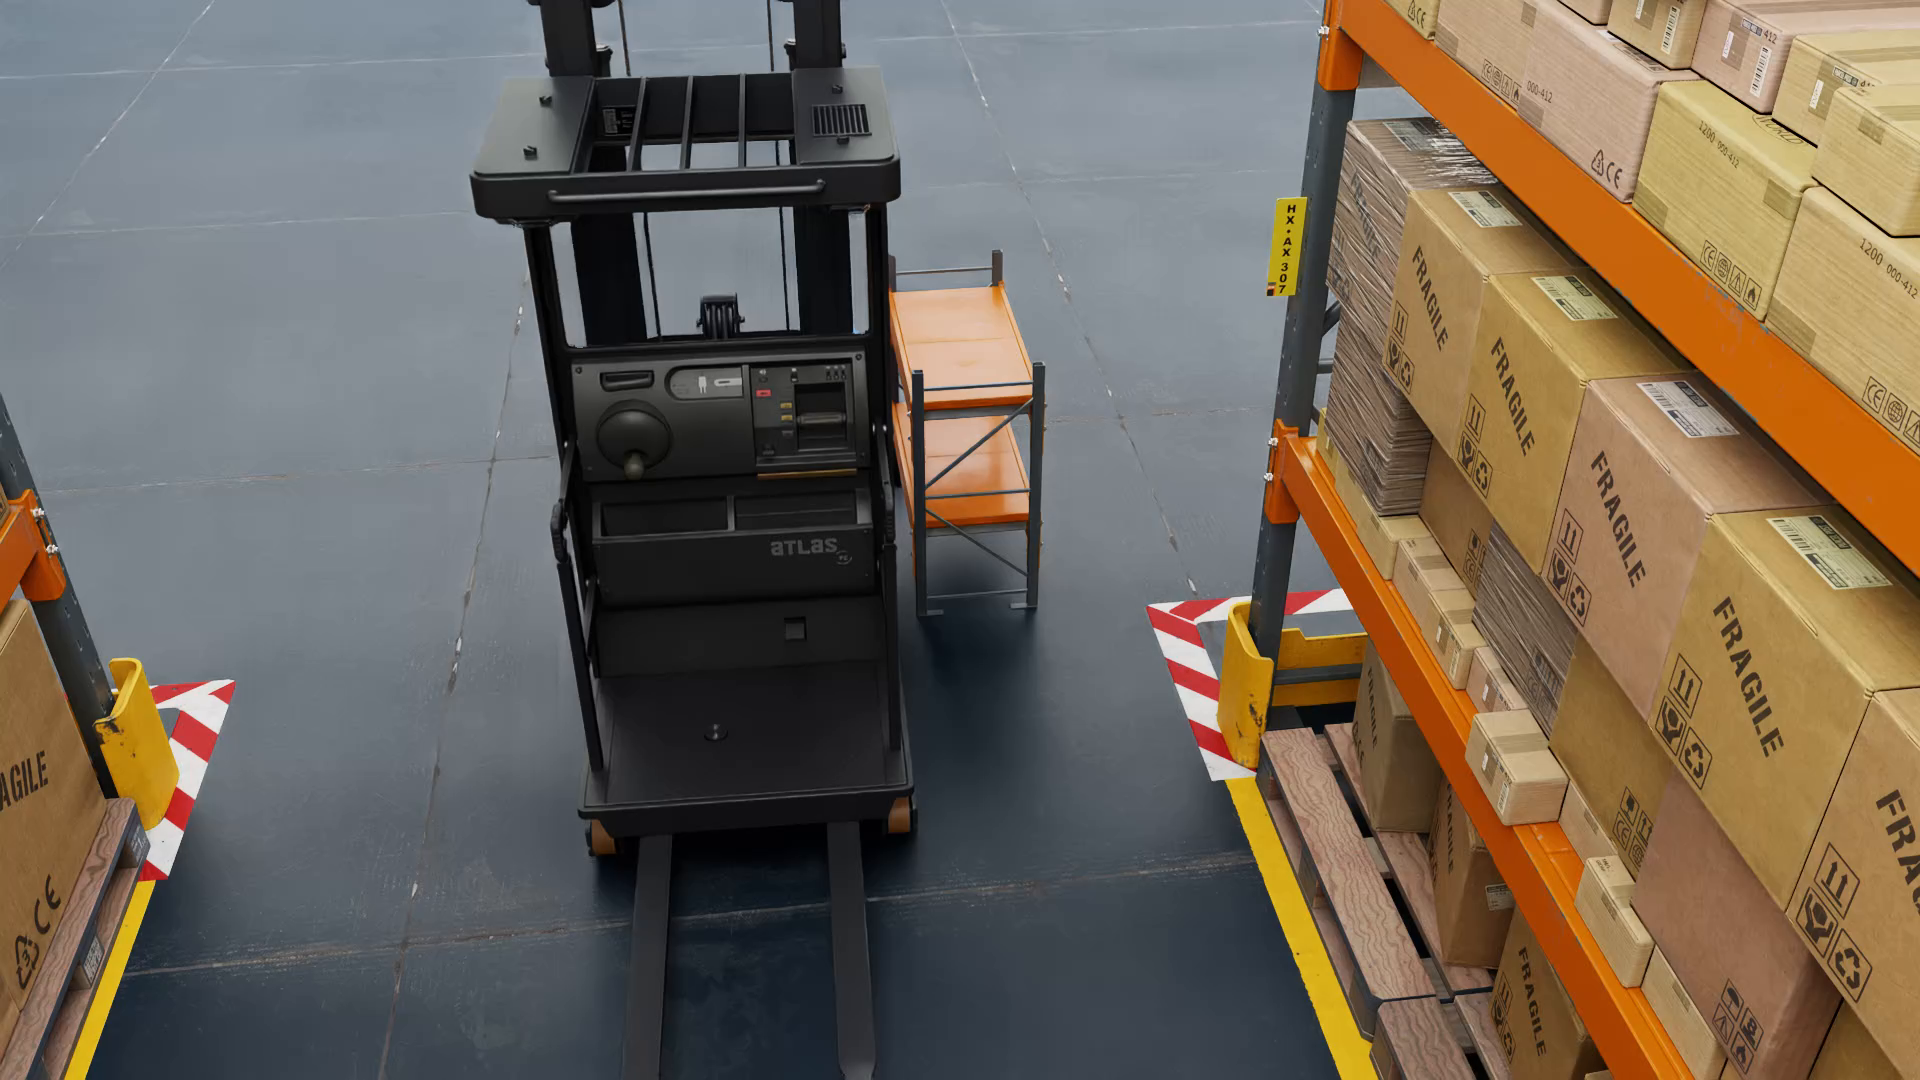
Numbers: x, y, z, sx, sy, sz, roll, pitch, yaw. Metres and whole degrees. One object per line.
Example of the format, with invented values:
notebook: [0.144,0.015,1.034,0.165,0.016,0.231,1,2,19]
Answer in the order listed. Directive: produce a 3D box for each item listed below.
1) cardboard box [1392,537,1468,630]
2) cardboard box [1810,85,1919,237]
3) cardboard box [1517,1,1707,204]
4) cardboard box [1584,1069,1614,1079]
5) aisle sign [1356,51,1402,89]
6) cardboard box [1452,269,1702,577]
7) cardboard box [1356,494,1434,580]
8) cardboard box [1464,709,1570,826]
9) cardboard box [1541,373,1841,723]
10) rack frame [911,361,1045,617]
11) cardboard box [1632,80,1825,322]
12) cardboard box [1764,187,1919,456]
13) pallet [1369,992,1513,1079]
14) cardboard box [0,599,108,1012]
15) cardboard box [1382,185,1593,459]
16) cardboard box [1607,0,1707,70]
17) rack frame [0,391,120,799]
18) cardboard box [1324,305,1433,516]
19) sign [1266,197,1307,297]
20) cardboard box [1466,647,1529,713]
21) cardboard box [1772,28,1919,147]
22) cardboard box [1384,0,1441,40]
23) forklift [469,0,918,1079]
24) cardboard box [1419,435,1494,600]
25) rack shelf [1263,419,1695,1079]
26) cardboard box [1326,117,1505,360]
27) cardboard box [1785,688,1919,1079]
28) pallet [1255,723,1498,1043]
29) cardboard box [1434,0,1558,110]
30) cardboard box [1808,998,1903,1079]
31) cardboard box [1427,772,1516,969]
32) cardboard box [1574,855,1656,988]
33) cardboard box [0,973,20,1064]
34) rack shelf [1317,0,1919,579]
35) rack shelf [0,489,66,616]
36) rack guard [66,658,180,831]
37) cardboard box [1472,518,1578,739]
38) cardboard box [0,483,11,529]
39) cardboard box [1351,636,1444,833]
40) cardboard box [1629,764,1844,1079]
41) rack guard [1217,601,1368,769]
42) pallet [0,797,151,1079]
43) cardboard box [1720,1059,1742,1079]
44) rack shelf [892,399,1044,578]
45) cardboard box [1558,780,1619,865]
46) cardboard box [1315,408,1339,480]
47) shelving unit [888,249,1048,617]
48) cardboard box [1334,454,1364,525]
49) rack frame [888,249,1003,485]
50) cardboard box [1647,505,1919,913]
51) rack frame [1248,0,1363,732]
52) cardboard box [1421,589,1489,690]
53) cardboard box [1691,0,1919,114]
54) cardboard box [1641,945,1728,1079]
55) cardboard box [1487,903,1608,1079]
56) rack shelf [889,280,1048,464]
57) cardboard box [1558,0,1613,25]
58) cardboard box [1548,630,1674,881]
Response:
cardboard box: [1.440,0.112,4.645,0.380,0.149,0.250,-4,35,-6]
cardboard box: [1.576,-0.593,2.572,0.380,0.149,0.250,-3,34,-4]
cardboard box: [1.497,-0.913,3.396,0.500,0.250,0.500,-4,35,-7]
cardboard box: [1.828,1.618,4.059,0.500,0.500,0.500,-7,35,-11]
aisle sign: [1.245,-1.674,4.735,0.394,0.787,0.004,-4,35,-6]
cardboard box: [1.483,-0.280,3.756,0.500,0.500,0.500,-4,35,-6]
cardboard box: [1.386,-0.026,4.847,0.380,0.149,0.250,-4,35,-6]
cardboard box: [1.458,0.537,4.021,0.380,0.149,0.250,-4,35,-6]
cardboard box: [1.557,-0.001,3.347,0.500,0.500,0.500,-4,35,-6]
rack frame: [0.069,-0.177,6.511,0.500,1.125,0.032,-4,35,-6]
cardboard box: [1.572,-0.623,2.970,0.500,0.250,0.500,-3,34,-5]
cardboard box: [1.635,-0.344,2.561,0.500,0.250,0.500,-5,35,-7]
pallet: [1.796,1.742,4.507,1.003,0.211,1.213,-4,35,-6]
cardboard box: [-3.221,0.809,4.913,0.875,0.875,0.875,-4,34,-6]
cardboard box: [1.415,-0.558,4.165,0.500,0.500,0.500,-4,35,-6]
cardboard box: [1.500,-1.031,3.215,0.380,0.149,0.250,-6,35,-9]
rack frame: [-3.378,-0.269,4.981,1.000,3.000,0.127,-4,35,-6]
cardboard box: [1.597,-0.443,4.884,0.875,0.500,0.500,-4,35,-6]
sign: [1.013,-0.905,5.145,0.100,0.325,0.005,-4,35,-6]
cardboard box: [1.527,0.390,4.237,0.380,0.149,0.250,-4,35,-6]
cardboard box: [1.627,-0.750,2.802,0.380,0.149,0.250,-6,35,-8]
cardboard box: [1.359,-1.477,4.224,0.500,0.250,0.500,-3,34,-5]
forklift: [-0.737,-0.341,5.148,1.130,2.935,3.031,-3,34,-5]
cardboard box: [1.783,-0.173,4.488,0.875,0.500,0.500,-4,35,-6]
rack shelf: [1.820,0.825,4.014,1.077,0.370,4.000,-4,35,-6]
cardboard box: [1.354,-0.838,4.575,0.500,0.500,0.500,-4,35,-6]
cardboard box: [1.687,0.557,2.528,0.500,0.500,0.500,-4,35,-6]
pallet: [1.635,1.063,5.503,1.003,0.211,1.213,-4,35,-6]
cardboard box: [1.435,-1.190,3.802,0.500,0.250,0.500,-5,35,-7]
cardboard box: [2.057,0.942,2.851,0.875,0.500,0.500,-4,35,-6]
cardboard box: [1.732,0.952,5.036,0.500,0.500,0.500,4,35,6]
cardboard box: [1.581,0.812,3.618,0.380,0.149,0.250,-4,35,-6]
cardboard box: [-3.101,1.300,4.193,0.875,0.875,0.875,-5,35,-7]
rack shelf: [1.820,-0.414,3.170,1.077,0.370,4.000,-4,35,-6]
rack shelf: [-3.109,1.144,3.546,1.077,0.370,4.000,-4,35,-6]
rack guard: [-3.381,0.751,5.705,1.175,0.500,0.348,-4,35,-6]
cardboard box: [1.808,0.109,4.074,0.875,0.500,0.500,-4,35,-6]
cardboard box: [-3.283,-0.127,4.640,0.875,0.550,0.550,-4,35,-6]
cardboard box: [1.618,0.621,5.522,0.500,0.500,0.500,2,34,2]
cardboard box: [1.890,0.671,3.249,0.875,0.500,0.500,-4,35,-6]
rack guard: [1.561,0.487,6.091,1.175,0.500,0.348,-4,35,-6]
pallet: [-3.193,1.324,5.120,1.003,0.211,1.213,-4,35,-6]
cardboard box: [1.723,1.085,3.217,0.380,0.149,0.250,-4,35,-6]
rack shelf: [0.001,-0.259,7.065,0.538,0.278,1.000,-4,35,-6]
cardboard box: [1.623,0.667,3.831,0.380,0.149,0.250,-4,35,-6]
cardboard box: [1.353,-0.307,5.260,0.380,0.149,0.250,-4,35,-6]
shelving unit: [0.001,-0.461,6.928,0.538,1.125,1.048,-4,35,-6]
cardboard box: [1.367,-0.166,5.053,0.380,0.149,0.250,-4,35,-6]
rack frame: [-0.067,-0.745,7.344,0.500,1.125,0.032,-4,35,-6]
cardboard box: [1.620,0.278,2.937,0.500,0.500,0.500,-4,35,-6]
rack frame: [1.551,-0.588,5.449,1.000,3.000,0.127,-4,35,-6]
cardboard box: [1.467,0.252,4.439,0.380,0.149,0.250,-4,35,-6]
cardboard box: [1.579,-0.895,3.016,0.380,0.149,0.250,-5,35,-7]
cardboard box: [1.649,0.949,3.417,0.380,0.149,0.250,-4,35,-6]
cardboard box: [1.798,1.303,4.521,0.500,0.500,0.500,-1,34,-2]
rack shelf: [0.001,-0.703,6.763,0.538,0.278,1.000,-4,35,-6]
cardboard box: [1.448,-1.182,3.437,0.380,0.149,0.250,-4,35,-7]
cardboard box: [1.864,0.389,3.663,0.875,0.500,0.500,-4,35,-6]
